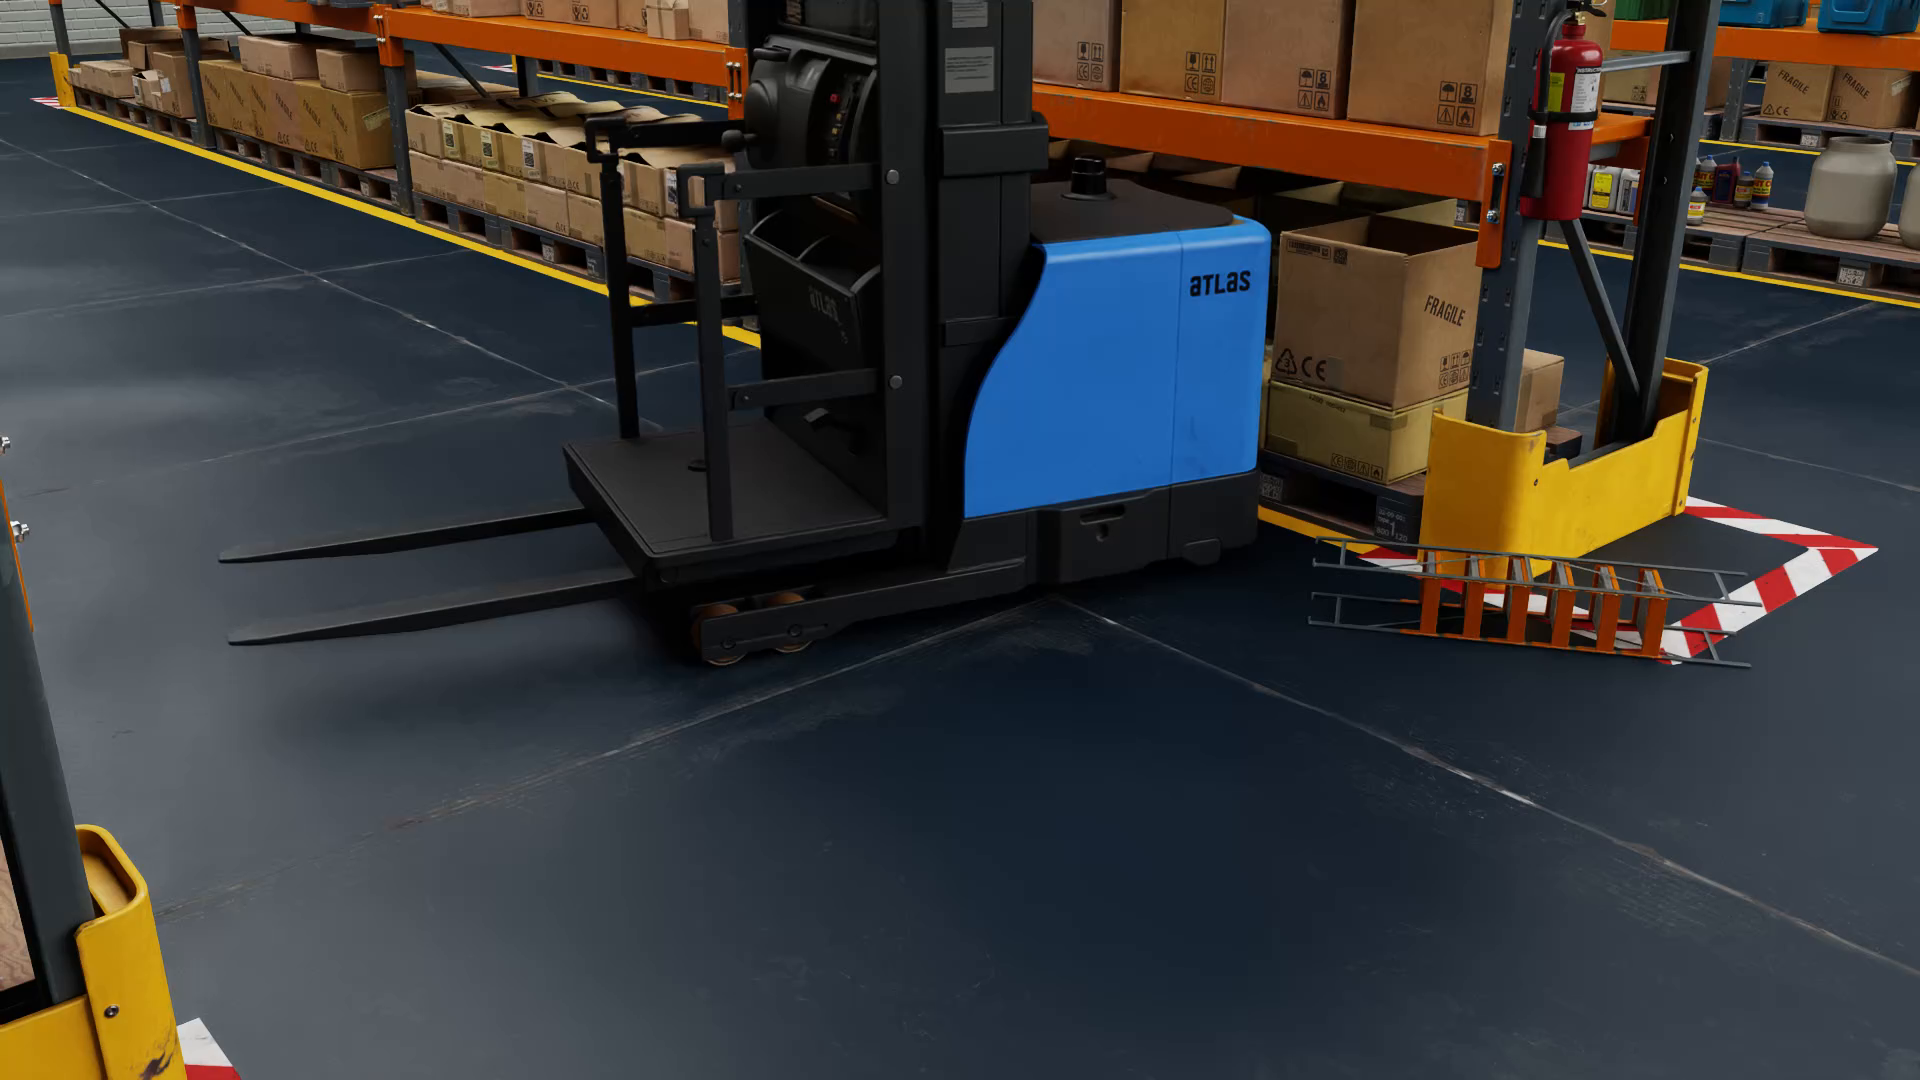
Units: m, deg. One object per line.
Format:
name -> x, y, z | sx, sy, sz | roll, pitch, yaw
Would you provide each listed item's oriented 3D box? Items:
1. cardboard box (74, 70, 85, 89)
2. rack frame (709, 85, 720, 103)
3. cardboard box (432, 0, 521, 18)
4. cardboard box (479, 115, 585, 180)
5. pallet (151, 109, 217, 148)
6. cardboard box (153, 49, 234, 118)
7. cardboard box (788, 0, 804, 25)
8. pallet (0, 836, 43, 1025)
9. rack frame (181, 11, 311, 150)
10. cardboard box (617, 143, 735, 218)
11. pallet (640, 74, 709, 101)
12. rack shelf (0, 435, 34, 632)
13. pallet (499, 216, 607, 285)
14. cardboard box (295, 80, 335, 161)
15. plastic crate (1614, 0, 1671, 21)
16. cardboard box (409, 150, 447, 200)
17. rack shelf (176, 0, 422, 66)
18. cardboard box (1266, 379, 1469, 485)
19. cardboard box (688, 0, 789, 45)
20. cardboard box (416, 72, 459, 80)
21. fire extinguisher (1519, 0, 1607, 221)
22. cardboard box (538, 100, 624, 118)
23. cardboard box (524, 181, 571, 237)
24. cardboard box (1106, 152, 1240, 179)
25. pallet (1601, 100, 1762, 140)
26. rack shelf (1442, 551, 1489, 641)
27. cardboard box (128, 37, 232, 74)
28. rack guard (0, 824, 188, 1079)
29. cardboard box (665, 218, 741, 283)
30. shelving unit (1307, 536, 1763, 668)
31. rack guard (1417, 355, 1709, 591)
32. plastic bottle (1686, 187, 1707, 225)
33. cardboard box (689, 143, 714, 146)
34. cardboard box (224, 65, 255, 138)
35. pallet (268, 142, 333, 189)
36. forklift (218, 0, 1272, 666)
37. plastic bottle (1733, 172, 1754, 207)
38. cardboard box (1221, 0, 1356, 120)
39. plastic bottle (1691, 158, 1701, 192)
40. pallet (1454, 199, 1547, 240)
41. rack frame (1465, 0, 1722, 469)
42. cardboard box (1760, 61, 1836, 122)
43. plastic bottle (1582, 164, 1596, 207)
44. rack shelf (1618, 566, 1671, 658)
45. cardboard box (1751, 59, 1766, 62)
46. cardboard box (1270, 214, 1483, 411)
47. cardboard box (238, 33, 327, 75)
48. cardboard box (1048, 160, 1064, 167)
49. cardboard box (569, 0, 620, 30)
cardboard box -> -8.299, -4.463, 16.049 | 0.380, 0.166, 0.250 | -17, 27, -37
rack frame -> -2.109, -5.917, 16.479 | 1.000, 3.000, 0.127 | -17, 27, -37
cardboard box -> -2.816, -3.299, 9.917 | 0.500, 0.311, 0.500 | -18, 28, -38
cardboard box -> -2.453, -2.311, 9.698 | 0.500, 0.311, 0.500 | -18, 28, -39
pallet -> -6.311, -3.631, 14.465 | 1.003, 0.211, 1.213 | -17, 27, -37
cardboard box -> -6.451, -3.870, 14.076 | 0.500, 0.500, 0.500 | -17, 27, -37
cardboard box -> -0.347, -2.454, 7.501 | 0.700, 0.500, 0.500 | -18, 28, -39
pallet -> -2.334, 0.801, 3.150 | 1.003, 0.211, 1.213 | -17, 27, -37
rack frame -> -5.864, -4.739, 13.471 | 1.000, 3.000, 0.127 | -17, 27, -37
cardboard box -> -1.468, -1.891, 8.625 | 0.500, 0.311, 0.500 | -17, 27, -36
pallet -> -2.618, -4.813, 17.483 | 1.003, 0.211, 1.213 | -17, 27, -37
rack shelf -> -3.087, -0.461, 3.535 | 1.077, 0.370, 4.000 | -17, 27, -37
pallet -> -1.953, -1.762, 9.693 | 1.003, 0.211, 1.213 | -17, 27, -37
cardboard box -> -4.379, -3.021, 11.907 | 0.500, 0.500, 0.500 | -19, 28, -39
plastic crate -> 3.785, -3.166, 9.745 | 0.450, 0.188, 0.662 | -17, 27, -37
cardboard box -> -3.133, -2.335, 10.526 | 0.500, 0.250, 0.500 | -18, 27, -38
rack shelf -> -4.558, -3.852, 12.191 | 1.077, 0.370, 4.000 | -17, 27, -37
cardboard box -> 1.395, -0.417, 5.630 | 0.500, 0.250, 0.500 | -17, 27, -37
cardboard box -> -0.996, -2.585, 8.176 | 0.500, 0.250, 0.500 | -15, 26, -34
cardboard box -> -4.003, -3.152, 12.243 | 0.500, 0.500, 0.500 | -18, 28, -38
fire extinguisher -> 1.694, -1.245, 4.655 | 0.296, 0.674, 0.183 | -17, 27, -37
cardboard box -> -2.380, -2.582, 10.390 | 0.500, 0.311, 0.500 | -18, 28, -38
cardboard box -> -2.126, -1.912, 9.447 | 0.500, 0.250, 0.500 | -17, 27, -36
cardboard box -> 0.811, -1.304, 6.868 | 0.500, 0.500, 0.500 | -17, 27, -37
pallet -> 6.356, -3.803, 14.903 | 1.003, 0.211, 1.213 | -17, 27, -37
rack shelf -> 1.464, 0.155, 4.822 | 0.103, 0.180, 0.258 | 5, 22, 13
cardboard box -> -7.094, -4.300, 15.168 | 0.797, 0.503, 0.637 | -17, 27, -37
rack guard -> -1.831, 0.899, 2.502 | 1.175, 0.500, 0.348 | -17, 27, -37
cardboard box -> -1.132, -1.490, 8.369 | 0.500, 0.250, 0.500 | -18, 28, -38
shelving unit -> 1.623, 0.170, 4.784 | 1.200, 0.189, 0.258 | 5, 22, 13
rack guard -> 1.985, -0.253, 5.445 | 1.175, 0.500, 0.348 | -17, 27, -37
plastic bottle -> 4.193, -1.907, 9.473 | 0.097, 0.201, 0.097 | 0, 21, 0
cardboard box -> -1.384, -2.161, 9.314 | 0.500, 0.311, 0.500 | -19, 28, -39
cardboard box -> -5.376, -3.444, 12.988 | 0.500, 0.500, 0.500 | -17, 27, -37
pallet -> -4.504, -2.888, 12.568 | 1.003, 0.211, 1.213 | -17, 27, -37
forklift -> -0.613, -1.237, 4.623 | 3.031, 2.935, 1.130 | -10, 23, -23
plastic bottle -> 4.709, -2.108, 9.986 | 0.097, 0.201, 0.097 | 0, 21, 0
cardboard box -> 1.328, -1.746, 5.693 | 0.700, 0.500, 0.500 | -17, 27, -36
plastic bottle -> 4.488, -2.234, 10.212 | 0.097, 0.271, 0.097 | 0, 21, 0
pallet -> 3.520, -2.213, 10.845 | 1.003, 0.211, 1.213 | -17, 27, -37
rack frame -> 1.969, -1.424, 5.006 | 1.000, 3.000, 0.127 | -17, 27, -37
cardboard box -> 7.096, -3.798, 13.919 | 0.500, 0.500, 0.500 | -18, 28, -39
plastic bottle -> 3.726, -2.187, 9.984 | 0.144, 0.351, 0.185 | -18, 27, -38
rack shelf -> 1.929, 0.198, 4.713 | 0.103, 0.180, 0.258 | 5, 22, 13
cardboard box -> 8.980, -5.862, 18.846 | 1.050, 0.750, 0.750 | -17, 27, -37
cardboard box -> 1.394, -0.766, 5.492 | 0.500, 0.500, 0.500 | -17, 27, -37
cardboard box -> -5.080, -3.661, 12.515 | 0.500, 0.250, 0.500 | -17, 27, -37
cardboard box -> 0.077, -1.314, 6.893 | 0.500, 0.500, 0.500 | -17, 27, -37
cardboard box -> -1.802, -3.076, 9.086 | 0.500, 0.500, 0.500 | -17, 27, -37
